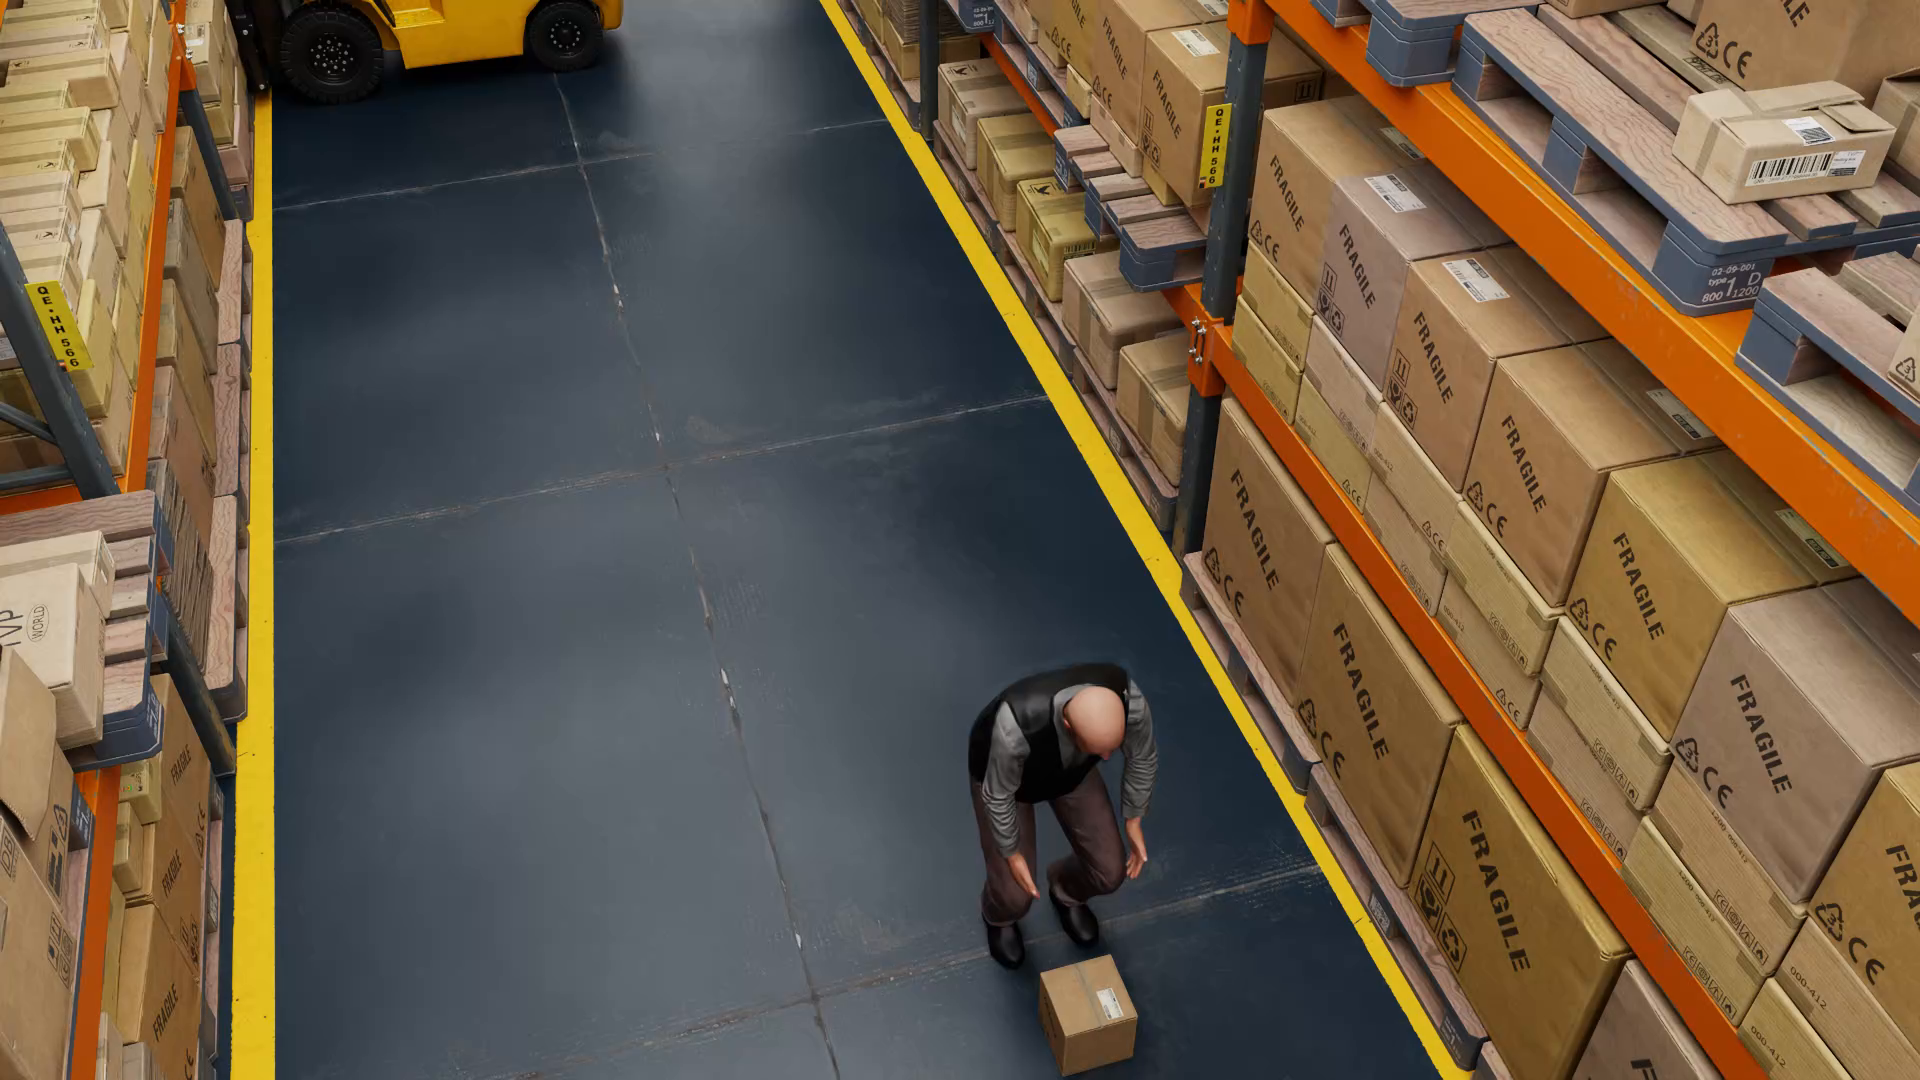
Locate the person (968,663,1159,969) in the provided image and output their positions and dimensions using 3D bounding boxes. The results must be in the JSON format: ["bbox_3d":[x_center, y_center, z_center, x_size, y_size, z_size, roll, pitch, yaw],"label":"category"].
[{"bbox_3d":[0.324,0.843,5.441,0.590,1.461,0.670,-12,43,-13],"label":"person"}]
